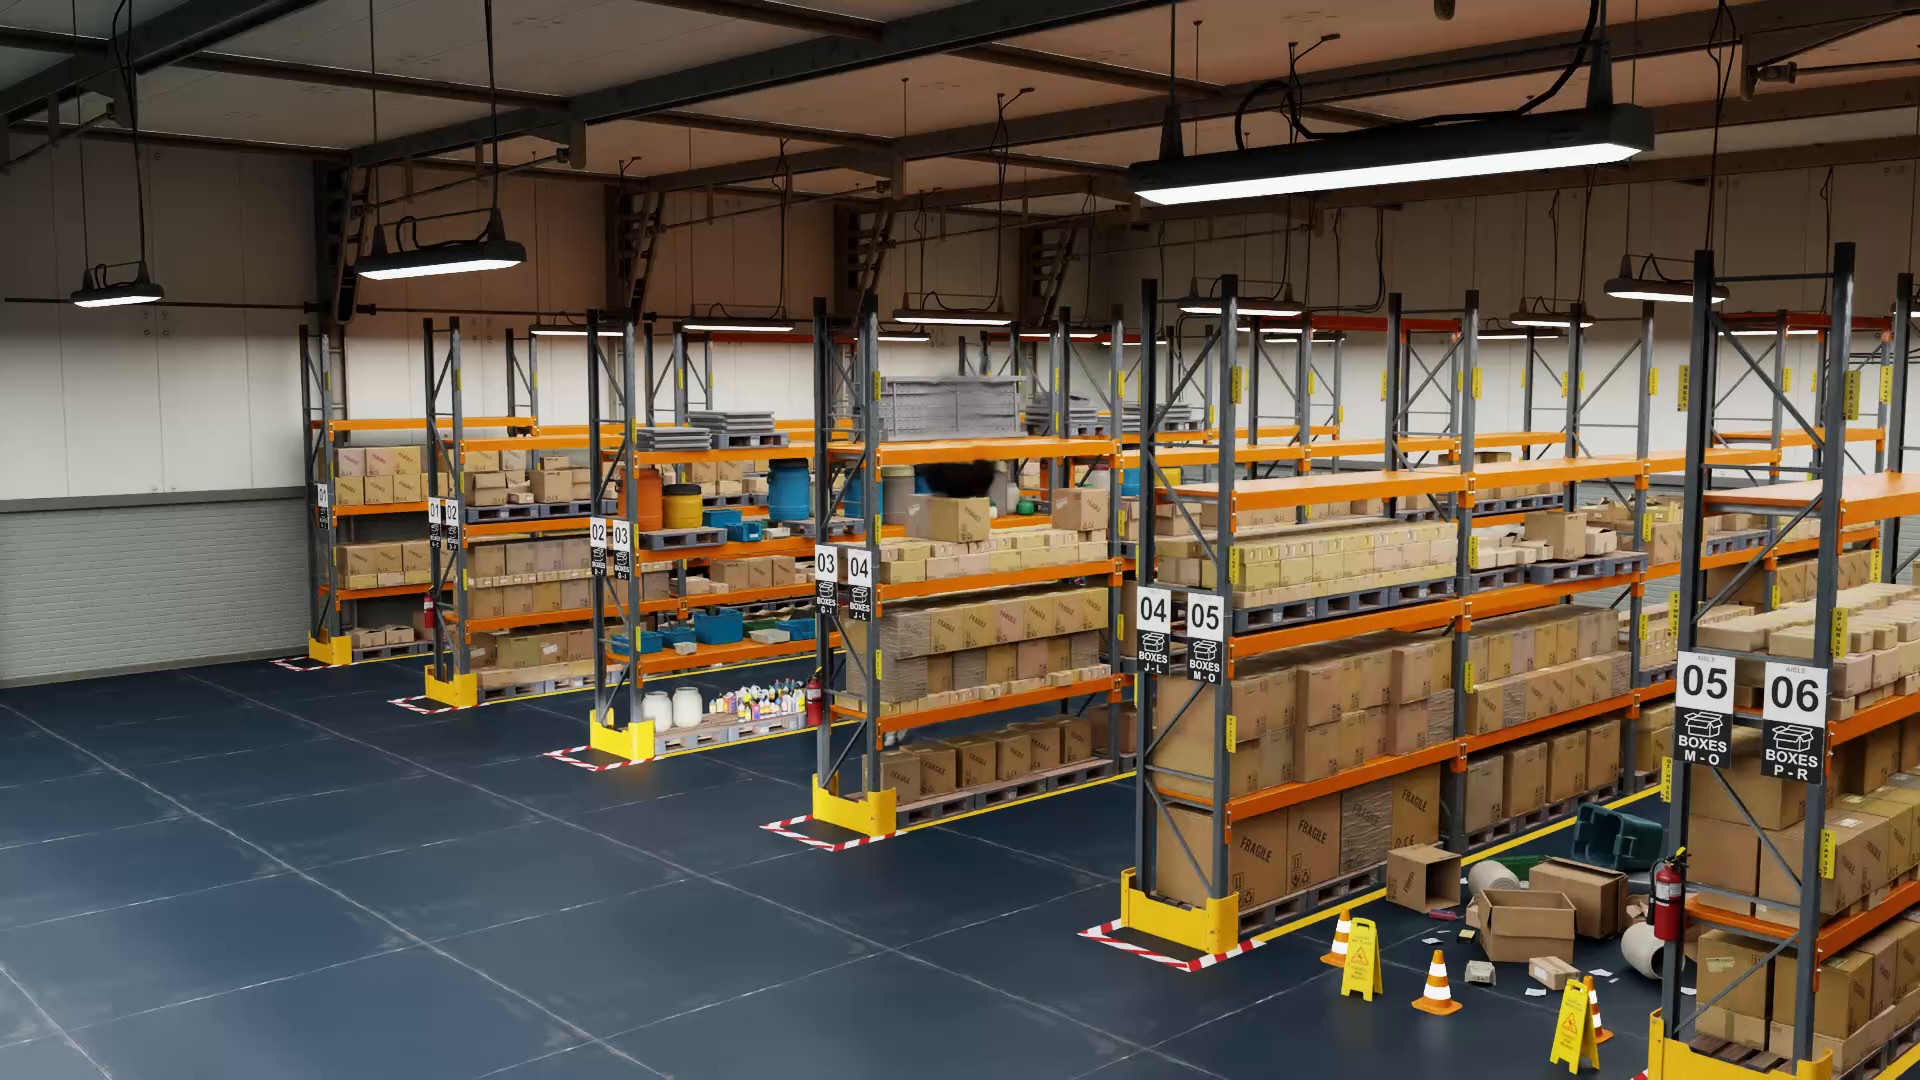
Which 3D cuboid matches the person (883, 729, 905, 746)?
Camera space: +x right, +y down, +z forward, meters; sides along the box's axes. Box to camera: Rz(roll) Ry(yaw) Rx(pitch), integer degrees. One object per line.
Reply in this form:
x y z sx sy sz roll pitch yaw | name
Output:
-1.014 1.979 22.956 0.682 1.740 0.590 2 6 21 | person
